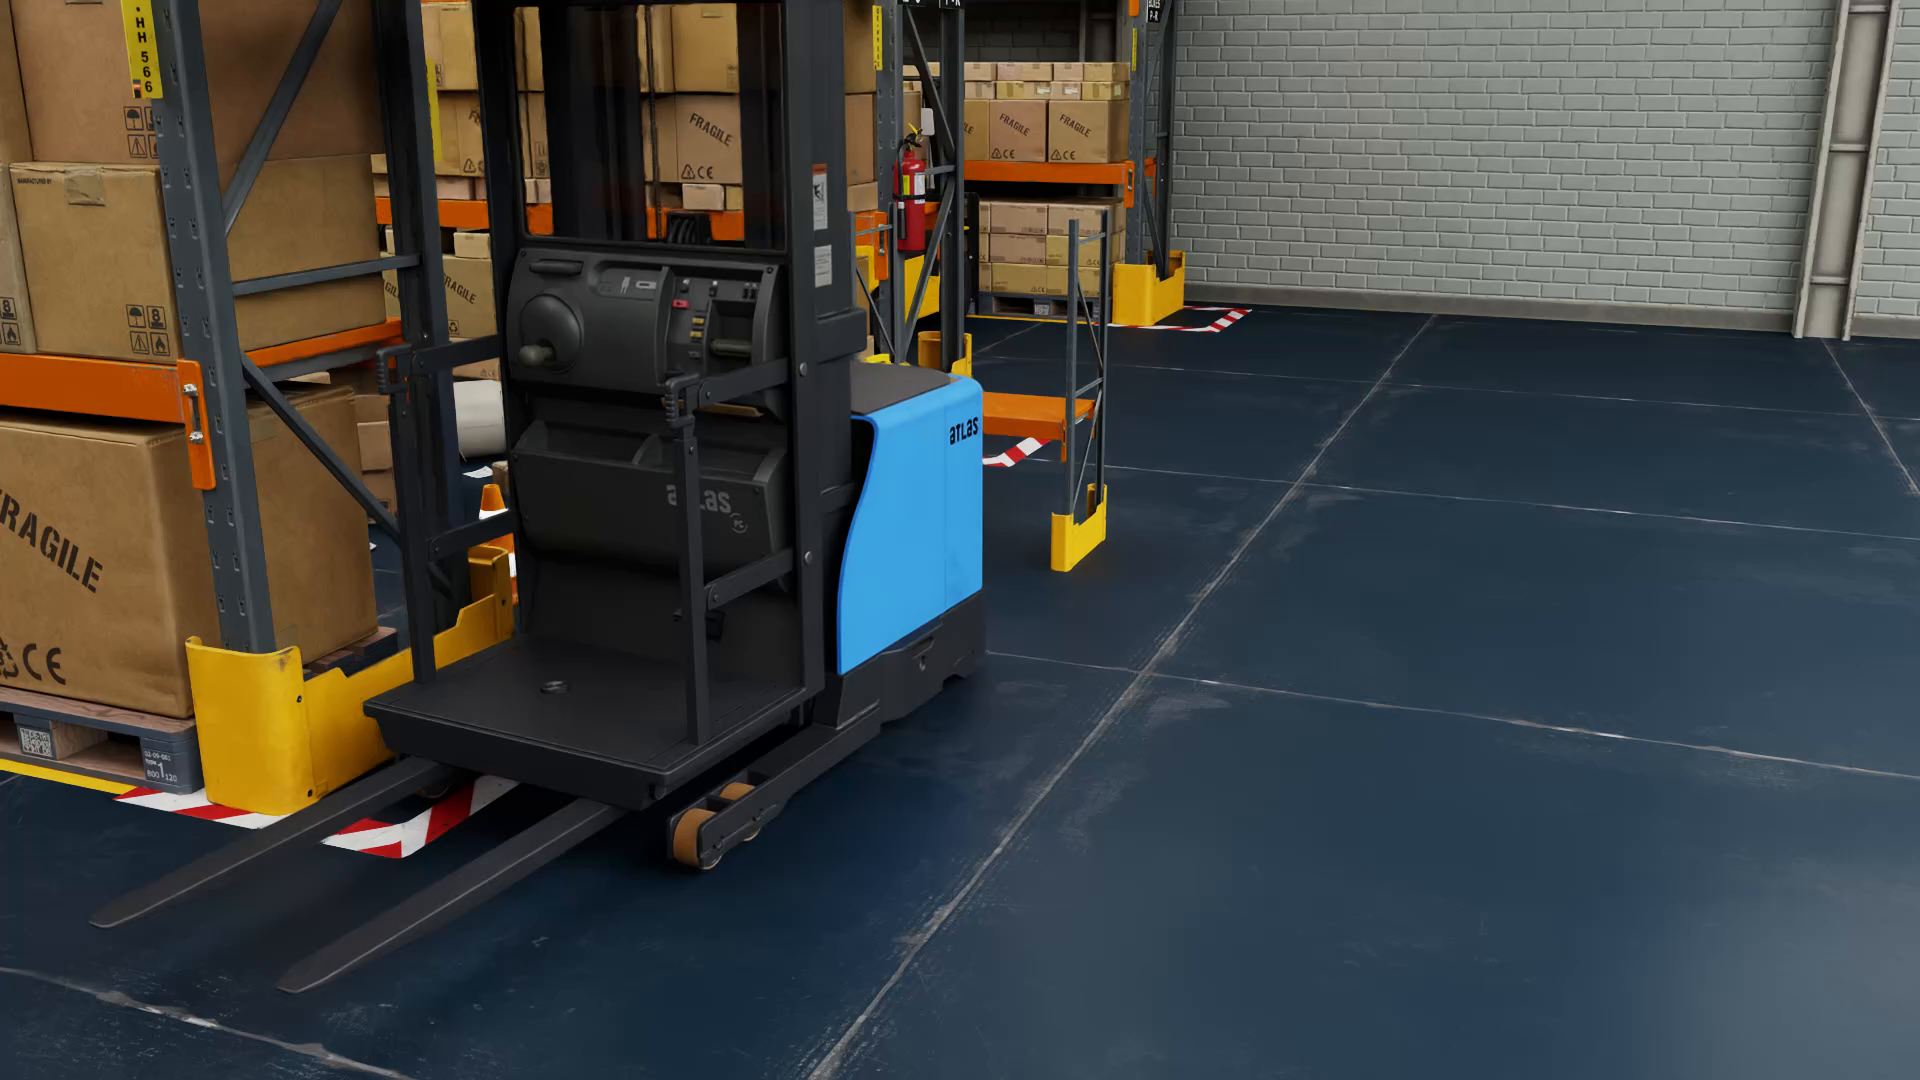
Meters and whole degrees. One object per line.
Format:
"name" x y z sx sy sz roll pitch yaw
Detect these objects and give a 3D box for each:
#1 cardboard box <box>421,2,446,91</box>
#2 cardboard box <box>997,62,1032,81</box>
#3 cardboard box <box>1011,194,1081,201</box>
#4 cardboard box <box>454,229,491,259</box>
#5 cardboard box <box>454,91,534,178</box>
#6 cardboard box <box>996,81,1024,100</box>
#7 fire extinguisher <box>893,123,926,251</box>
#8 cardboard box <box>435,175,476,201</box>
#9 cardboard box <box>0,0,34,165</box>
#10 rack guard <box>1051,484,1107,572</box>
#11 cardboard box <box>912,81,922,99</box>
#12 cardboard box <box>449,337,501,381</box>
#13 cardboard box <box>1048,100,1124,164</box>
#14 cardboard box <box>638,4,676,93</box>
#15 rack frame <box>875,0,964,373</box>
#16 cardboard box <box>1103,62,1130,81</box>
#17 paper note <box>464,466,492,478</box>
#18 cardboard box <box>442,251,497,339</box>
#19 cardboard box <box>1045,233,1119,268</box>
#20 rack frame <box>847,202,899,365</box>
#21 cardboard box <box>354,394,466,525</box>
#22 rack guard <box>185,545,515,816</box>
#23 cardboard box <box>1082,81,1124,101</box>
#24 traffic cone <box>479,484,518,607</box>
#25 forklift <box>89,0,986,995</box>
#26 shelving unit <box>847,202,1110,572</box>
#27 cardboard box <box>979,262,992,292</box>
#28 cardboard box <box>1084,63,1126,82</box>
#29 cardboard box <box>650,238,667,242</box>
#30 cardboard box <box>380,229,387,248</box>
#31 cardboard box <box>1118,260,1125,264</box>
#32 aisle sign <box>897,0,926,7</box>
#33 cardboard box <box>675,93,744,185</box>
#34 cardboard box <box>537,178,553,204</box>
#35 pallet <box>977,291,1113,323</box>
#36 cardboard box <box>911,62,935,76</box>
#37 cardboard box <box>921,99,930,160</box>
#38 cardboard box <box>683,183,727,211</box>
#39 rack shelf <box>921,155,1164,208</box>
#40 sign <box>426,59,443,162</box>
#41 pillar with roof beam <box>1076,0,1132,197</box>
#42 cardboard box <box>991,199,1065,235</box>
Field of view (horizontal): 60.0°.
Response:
"cardboard box" -3.137 -3.011 10.160 0.500 0.500 0.700 6 17 21
"cardboard box" 0.496 -3.944 14.002 0.250 0.149 0.380 6 17 21
"cardboard box" 0.761 -2.888 14.626 0.500 0.250 0.500 6 17 21
"cardboard box" -2.911 -1.841 10.306 0.250 0.149 0.380 7 18 23
"cardboard box" -2.689 -2.473 10.099 0.500 0.500 0.500 6 17 20
"cardboard box" 0.485 -3.789 14.004 0.250 0.149 0.380 6 17 20
"fire extinguisher" -0.276 -1.922 9.052 0.183 0.674 0.296 6 17 21
"cardboard box" -3.029 -2.197 10.313 0.250 0.149 0.380 7 18 22
"cardboard box" -2.812 -1.467 5.141 0.550 0.550 0.875 6 17 21
"rack guard" 0.534 -0.061 7.436 0.087 0.250 0.587 6 17 21
"cardboard box" -0.222 -3.874 14.295 0.250 0.149 0.380 6 17 20
"cardboard box" -2.984 -1.198 10.600 0.500 0.250 0.500 7 18 24
"cardboard box" 1.051 -3.408 13.854 0.500 0.500 0.500 6 17 19
"cardboard box" -1.749 -2.836 9.556 0.500 0.500 0.700 6 17 20
"rack frame" -0.213 -2.090 9.493 0.127 3.000 1.000 6 17 21
"cardboard box" 1.371 -3.970 14.092 0.250 0.149 0.380 6 17 20
"paper note" -2.558 -0.365 8.897 0.142 0.019 0.148 14 21 40
"cardboard box" -2.982 -1.559 10.496 0.500 0.500 0.500 7 18 23
"cardboard box" 1.037 -2.468 14.076 0.500 0.250 0.500 6 17 20
"rack frame" -0.394 -0.764 7.614 0.032 1.500 0.500 6 17 21
"cardboard box" -2.776 -0.414 8.198 0.637 0.503 0.797 -5 17 -18
"rack guard" -1.913 0.407 5.375 0.348 0.500 1.175 6 17 21
"cardboard box" 1.179 -3.700 13.696 0.250 0.149 0.380 7 17 21
"traffic cone" -1.908 0.000 6.845 0.334 0.463 0.336 6 17 21
"forklift" -1.026 -0.644 4.636 1.130 2.935 3.031 8 18 26
"shelving unit" 0.071 -0.712 7.438 1.083 1.500 0.587 6 17 21
"cardboard box" 0.130 -2.332 14.505 0.500 0.250 0.500 6 17 21
"cardboard box" 1.194 -3.862 13.721 0.250 0.149 0.380 6 17 21
"cardboard box" -1.653 -1.704 9.833 0.250 0.149 0.380 7 17 22
"cardboard box" -6.127 -3.313 17.437 0.500 0.500 0.500 7 18 23
"cardboard box" 1.220 -2.360 14.602 0.500 0.250 0.500 6 17 21
"aisle sign" -0.262 -3.257 8.850 0.004 0.787 0.394 6 17 21
"cardboard box" -1.283 -2.318 9.563 0.500 0.500 0.500 6 17 21
"cardboard box" -2.328 -2.111 10.017 0.250 0.149 0.380 6 17 20
"pallet" 0.878 -2.106 14.550 1.213 0.211 1.003 6 17 21
"cardboard box" -0.235 -4.018 14.256 0.250 0.149 0.380 7 17 21
"cardboard box" -0.377 -3.565 14.393 0.500 0.500 0.500 6 17 21
"cardboard box" -1.397 -2.000 9.632 0.250 0.149 0.380 7 17 22
"rack shelf" -0.256 -3.237 14.734 4.000 0.370 1.077 6 17 21
"sign" -1.726 -1.393 5.397 0.005 0.325 0.100 6 17 21
"pillar with roof beam" -0.292 -5.447 10.297 0.400 9.000 9.100 6 17 21
"cardboard box" 0.585 -2.756 14.173 0.500 0.250 0.500 7 17 22
